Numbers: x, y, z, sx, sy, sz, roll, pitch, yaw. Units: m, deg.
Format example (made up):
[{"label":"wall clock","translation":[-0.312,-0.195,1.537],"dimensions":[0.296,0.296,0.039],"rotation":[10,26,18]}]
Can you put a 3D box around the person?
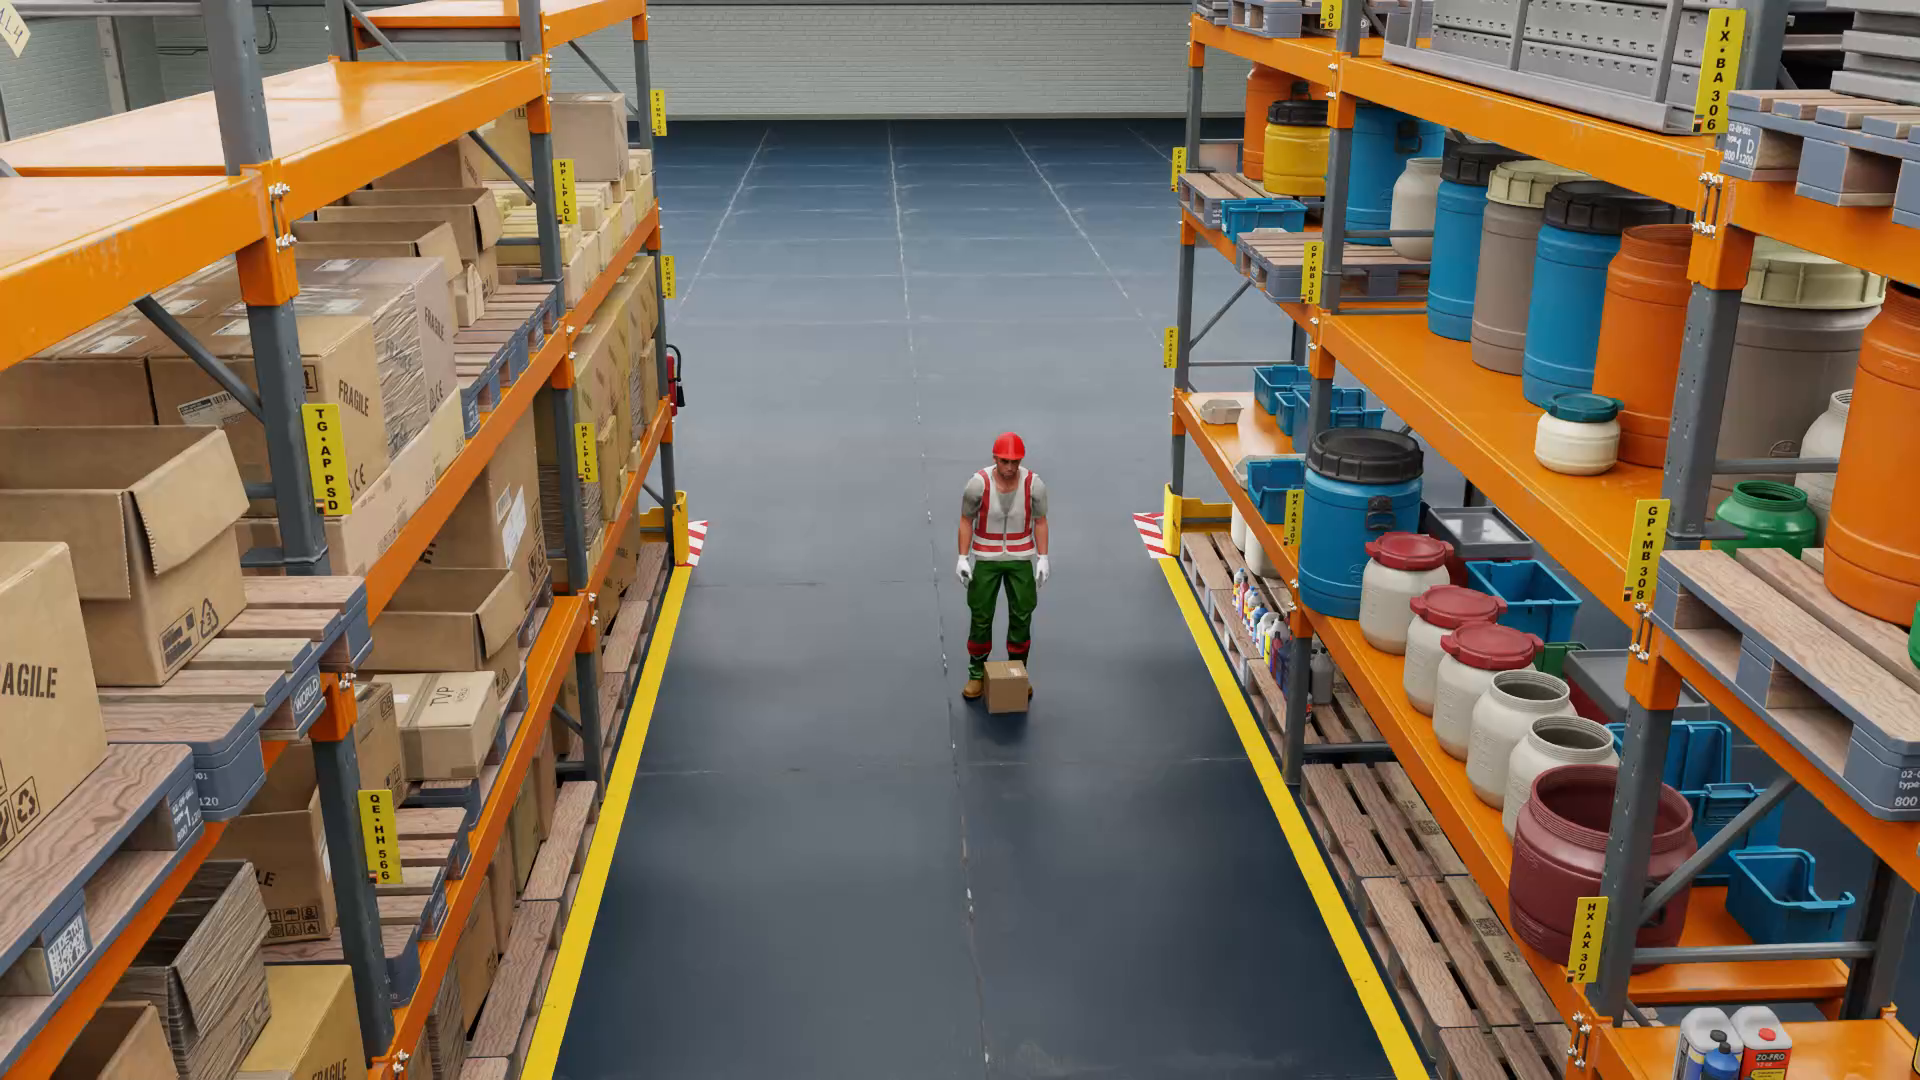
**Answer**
[{"label":"person","translation":[0.275,0.149,10.651],"dimensions":[0.606,1.778,0.453],"rotation":[-1,20,-3]}]
